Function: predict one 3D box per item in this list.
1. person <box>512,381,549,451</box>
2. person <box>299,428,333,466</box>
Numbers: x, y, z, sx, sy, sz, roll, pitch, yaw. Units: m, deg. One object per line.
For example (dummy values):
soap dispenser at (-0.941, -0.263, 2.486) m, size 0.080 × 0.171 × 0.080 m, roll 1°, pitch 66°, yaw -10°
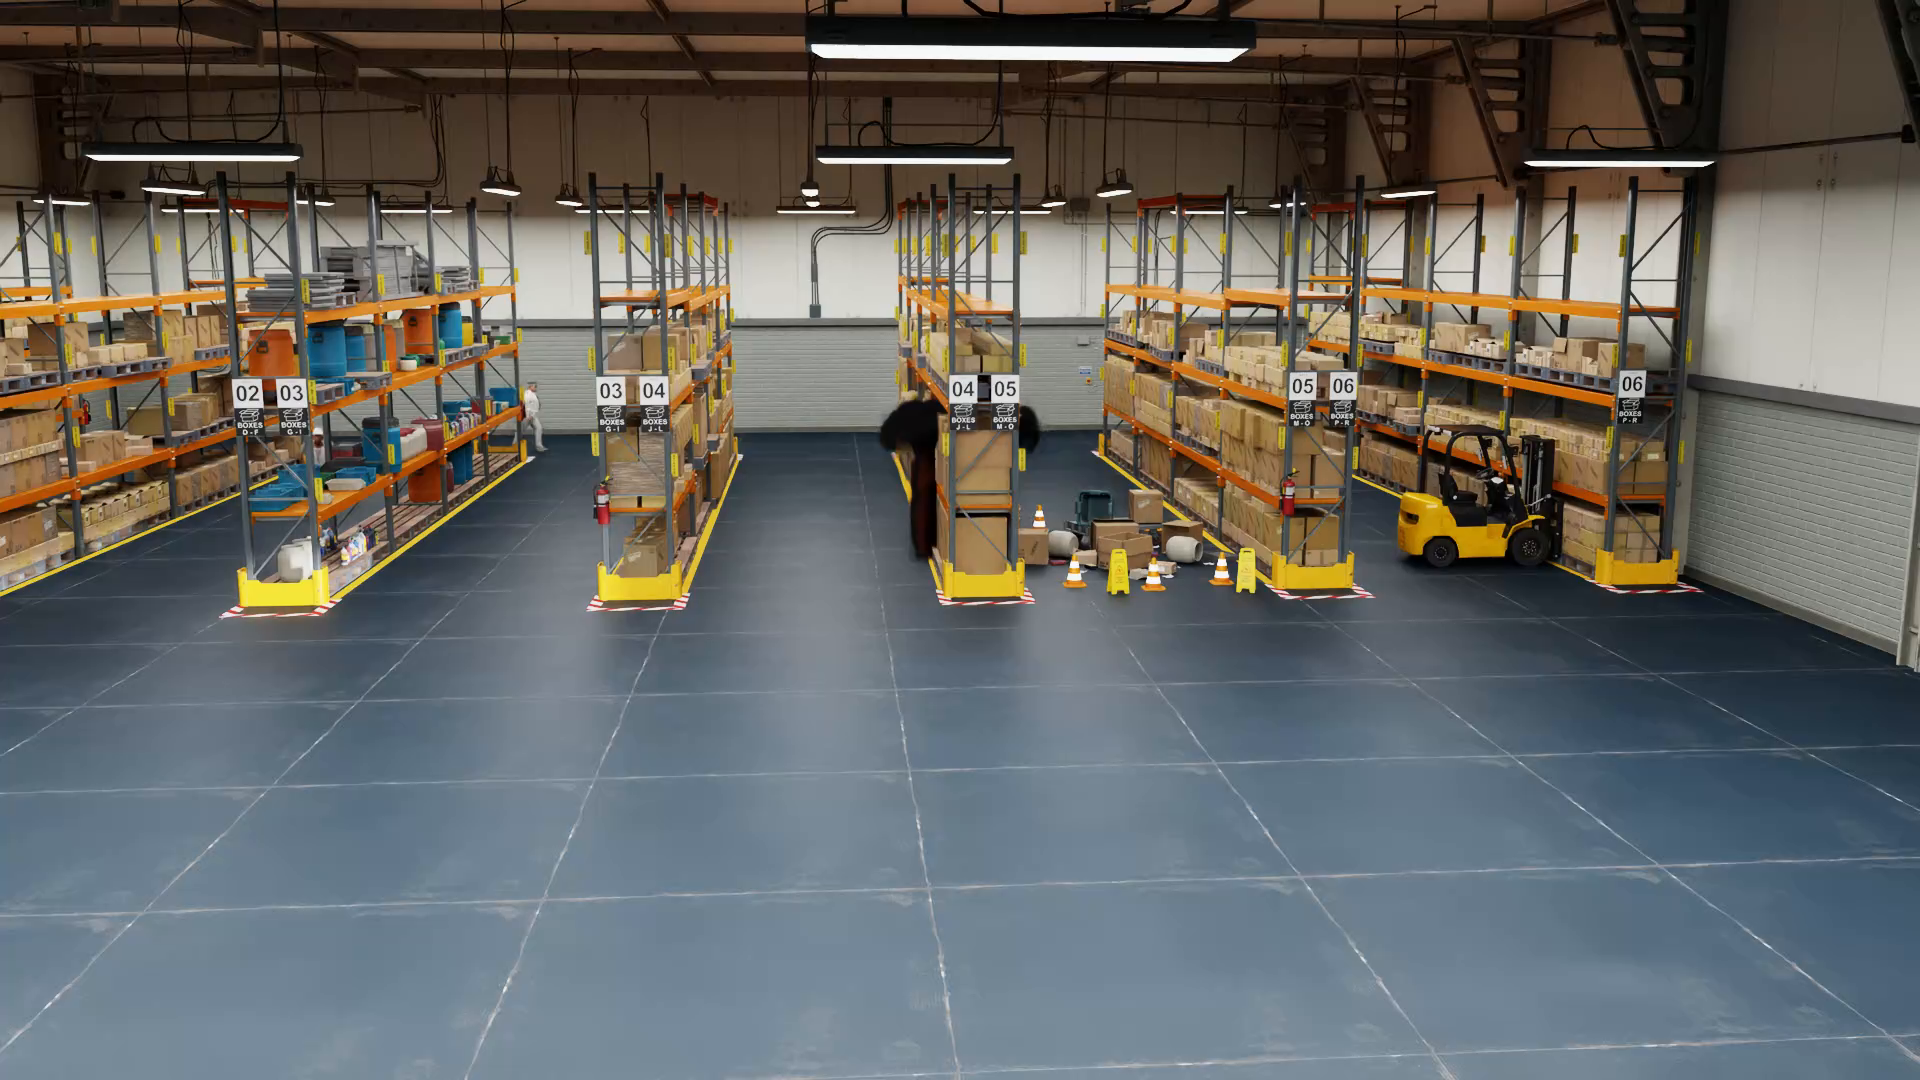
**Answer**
person at (-10.569, -3.043, 40.783) m, size 0.914 × 1.712 × 0.655 m, roll 3°, pitch 10°, yaw 16°
person at (-11.915, -1.256, 30.922) m, size 0.687 × 1.707 × 0.707 m, roll -4°, pitch 11°, yaw -19°
